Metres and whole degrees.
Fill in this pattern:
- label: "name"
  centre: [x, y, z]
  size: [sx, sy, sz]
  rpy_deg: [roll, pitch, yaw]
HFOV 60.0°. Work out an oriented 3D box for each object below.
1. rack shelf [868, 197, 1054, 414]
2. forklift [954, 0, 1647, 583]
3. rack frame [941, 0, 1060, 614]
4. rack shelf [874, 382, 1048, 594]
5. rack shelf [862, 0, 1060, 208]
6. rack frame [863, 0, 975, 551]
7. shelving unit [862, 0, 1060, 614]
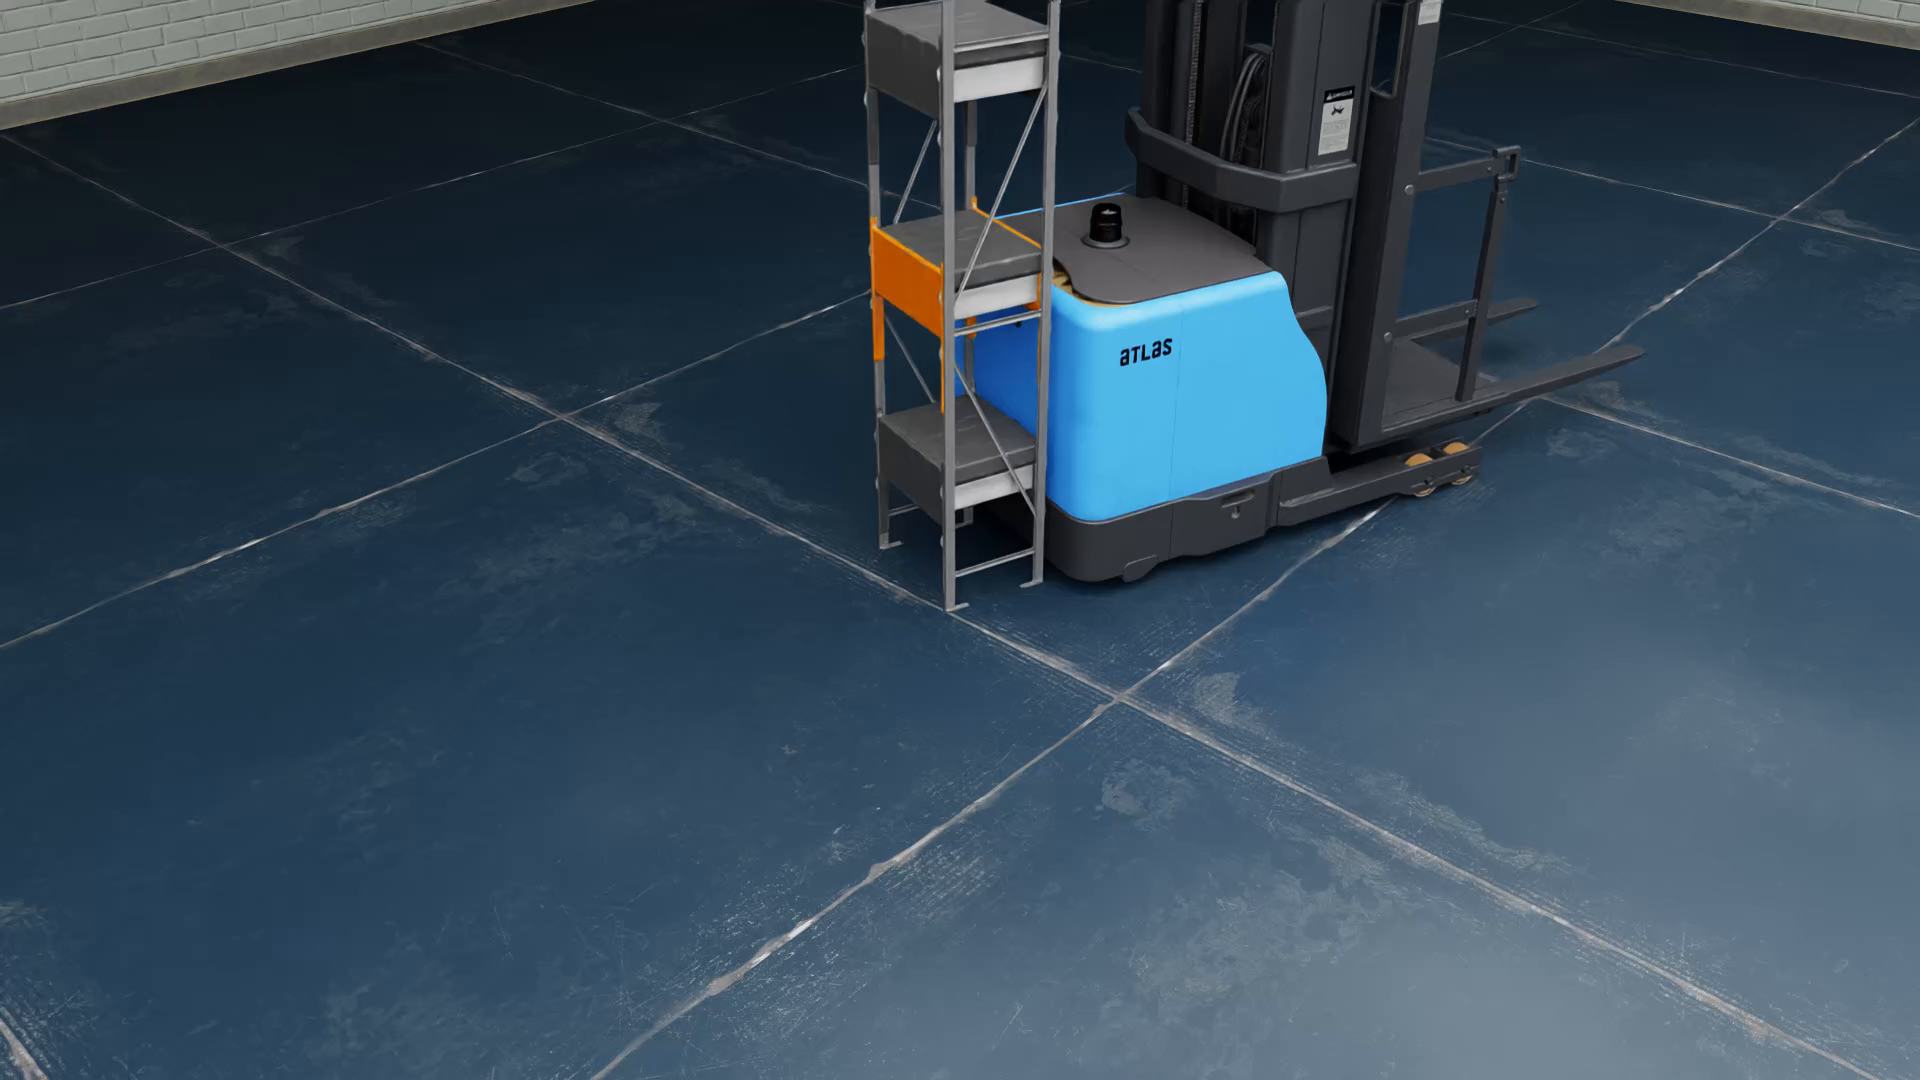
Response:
- label: "rack shelf"
  centre: [-0.002, -0.793, 5.559]
  size: [0.431, 0.518, 0.480]
  rpy_deg: [-17, 35, -26]
- label: "forklift"
  centre: [1.483, -1.646, 6.142]
  size: [3.031, 2.935, 1.130]
  rpy_deg: [-16, 35, -25]
- label: "rack frame"
  centre: [0.122, -0.697, 5.371]
  size: [0.400, 2.100, 0.015]
  rpy_deg: [-17, 35, -26]
- label: "rack shelf"
  centre: [-0.002, -0.194, 5.920]
  size: [0.431, 0.518, 0.480]
  rpy_deg: [-17, 35, -26]
- label: "rack shelf"
  centre: [-0.002, -1.393, 5.198]
  size: [0.431, 0.518, 0.480]
  rpy_deg: [-17, 35, -26]
- label: "rack frame"
  centre: [-0.125, -0.914, 5.732]
  size: [0.400, 2.100, 0.015]
  rpy_deg: [-17, 35, -26]
- label: "shelving unit"
  centre: [-0.002, -0.805, 5.552]
  size: [0.431, 2.100, 0.503]
  rpy_deg: [-17, 35, -26]
